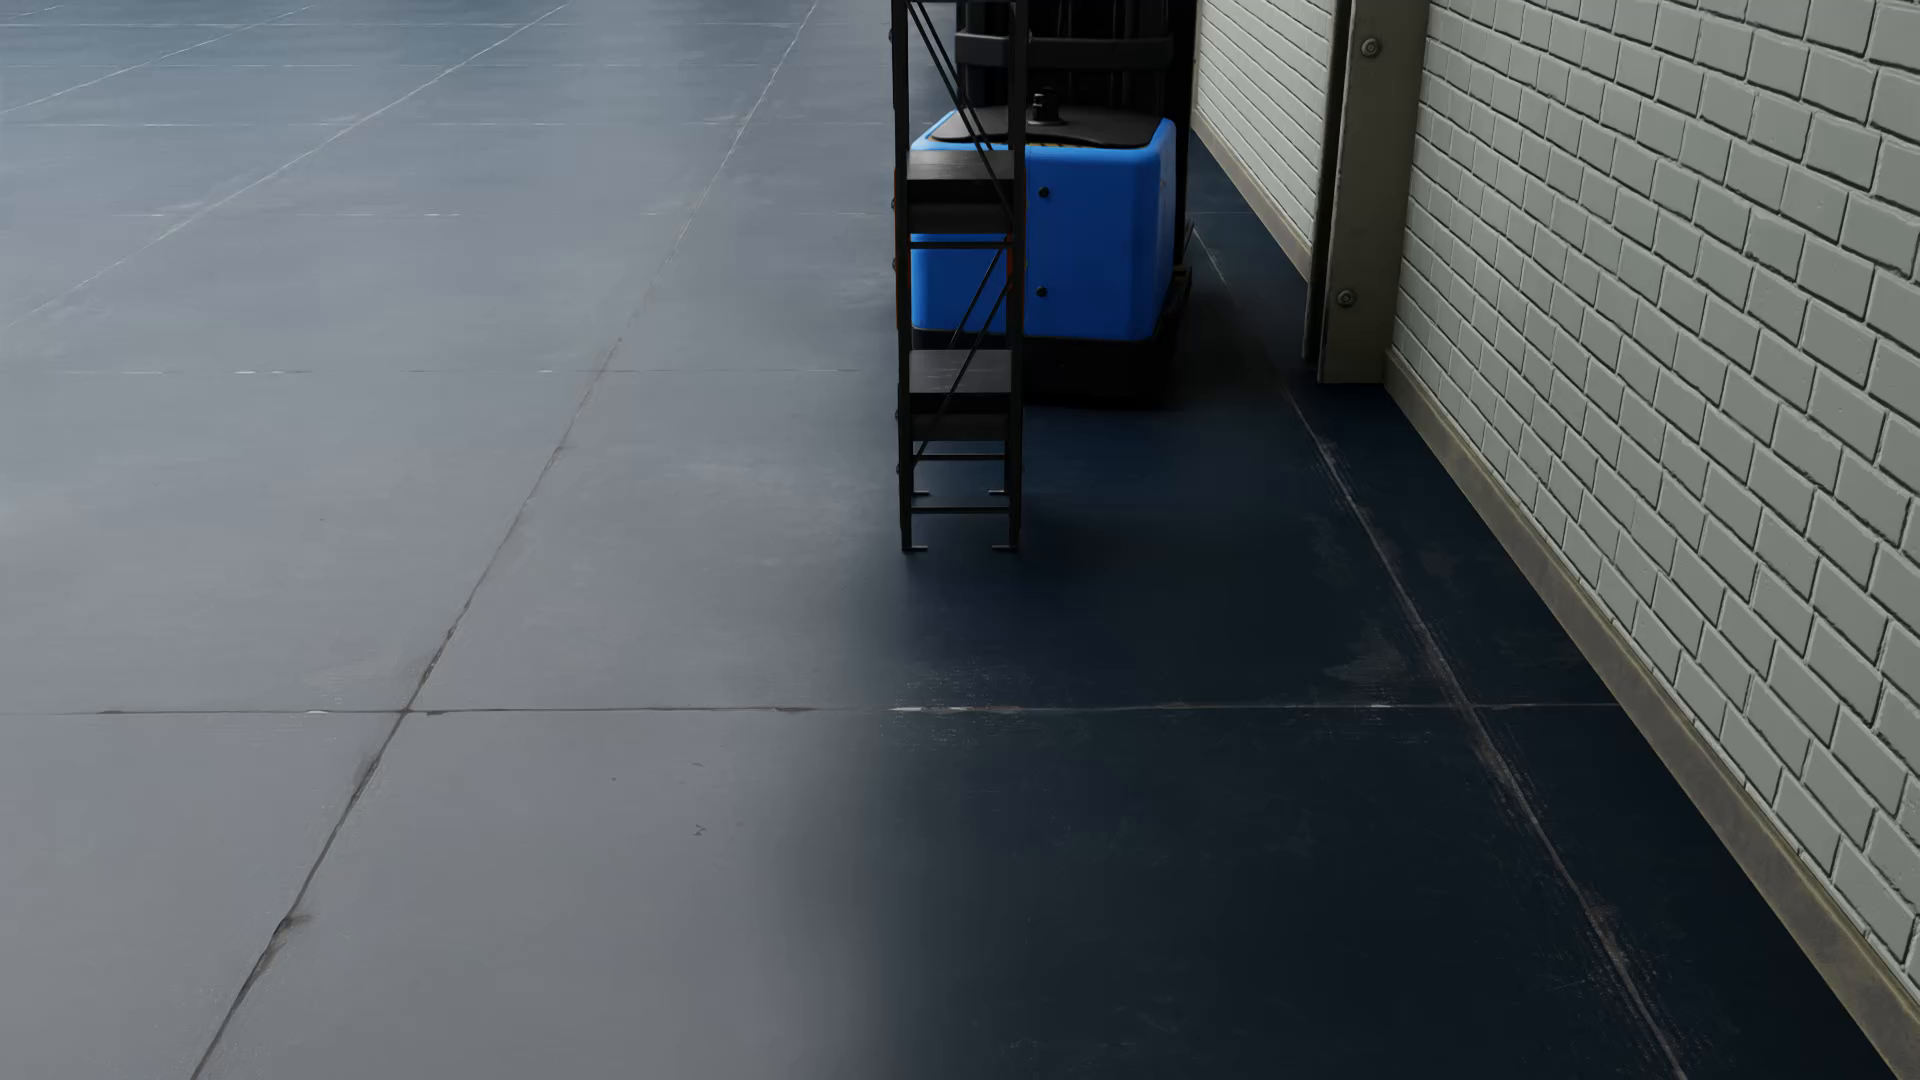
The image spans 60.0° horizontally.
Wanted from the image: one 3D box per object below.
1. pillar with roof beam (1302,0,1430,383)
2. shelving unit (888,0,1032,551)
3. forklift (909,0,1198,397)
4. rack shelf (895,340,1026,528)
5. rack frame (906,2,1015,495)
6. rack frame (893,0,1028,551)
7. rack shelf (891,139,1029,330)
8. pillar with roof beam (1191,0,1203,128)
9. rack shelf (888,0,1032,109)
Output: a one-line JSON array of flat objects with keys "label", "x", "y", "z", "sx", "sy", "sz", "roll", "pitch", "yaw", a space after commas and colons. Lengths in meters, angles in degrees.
[{"label": "pillar with roof beam", "x": -2.582, "y": -4.849, "z": 5.552, "sx": 9.100, "sy": 9.000, "sz": 0.400, "roll": 0, "pitch": 24, "yaw": -1}, {"label": "shelving unit", "x": -0.002, "y": -1.025, "z": 5.468, "sx": 0.431, "sy": 2.100, "sz": 0.503, "roll": 0, "pitch": 24, "yaw": -1}, {"label": "forklift", "x": 0.573, "y": -2.506, "z": 7.734, "sx": 1.130, "sy": 2.935, "sz": 3.031, "roll": 5, "pitch": 25, "yaw": 10}, {"label": "rack shelf", "x": -0.002, "y": -0.375, "z": 5.762, "sx": 0.431, "sy": 0.518, "sz": 0.480, "roll": 0, "pitch": 24, "yaw": -1}, {"label": "rack frame", "x": -0.004, "y": -1.125, "z": 5.690, "sx": 0.400, "sy": 2.100, "sz": 0.015, "roll": 0, "pitch": 24, "yaw": -1}, {"label": "rack frame", "x": 0.001, "y": -0.924, "z": 5.246, "sx": 0.400, "sy": 2.100, "sz": 0.015, "roll": 0, "pitch": 24, "yaw": -1}, {"label": "rack shelf", "x": -0.002, "y": -1.012, "z": 5.474, "sx": 0.431, "sy": 0.518, "sz": 0.480, "roll": 0, "pitch": 24, "yaw": -1}, {"label": "pillar with roof beam", "x": -2.648, "y": -7.322, "z": 11.019, "sx": 9.100, "sy": 9.000, "sz": 0.400, "roll": 0, "pitch": 24, "yaw": -1}, {"label": "rack shelf", "x": -0.002, "y": -1.650, "z": 5.185, "sx": 0.431, "sy": 0.518, "sz": 0.480, "roll": 0, "pitch": 24, "yaw": -1}]
